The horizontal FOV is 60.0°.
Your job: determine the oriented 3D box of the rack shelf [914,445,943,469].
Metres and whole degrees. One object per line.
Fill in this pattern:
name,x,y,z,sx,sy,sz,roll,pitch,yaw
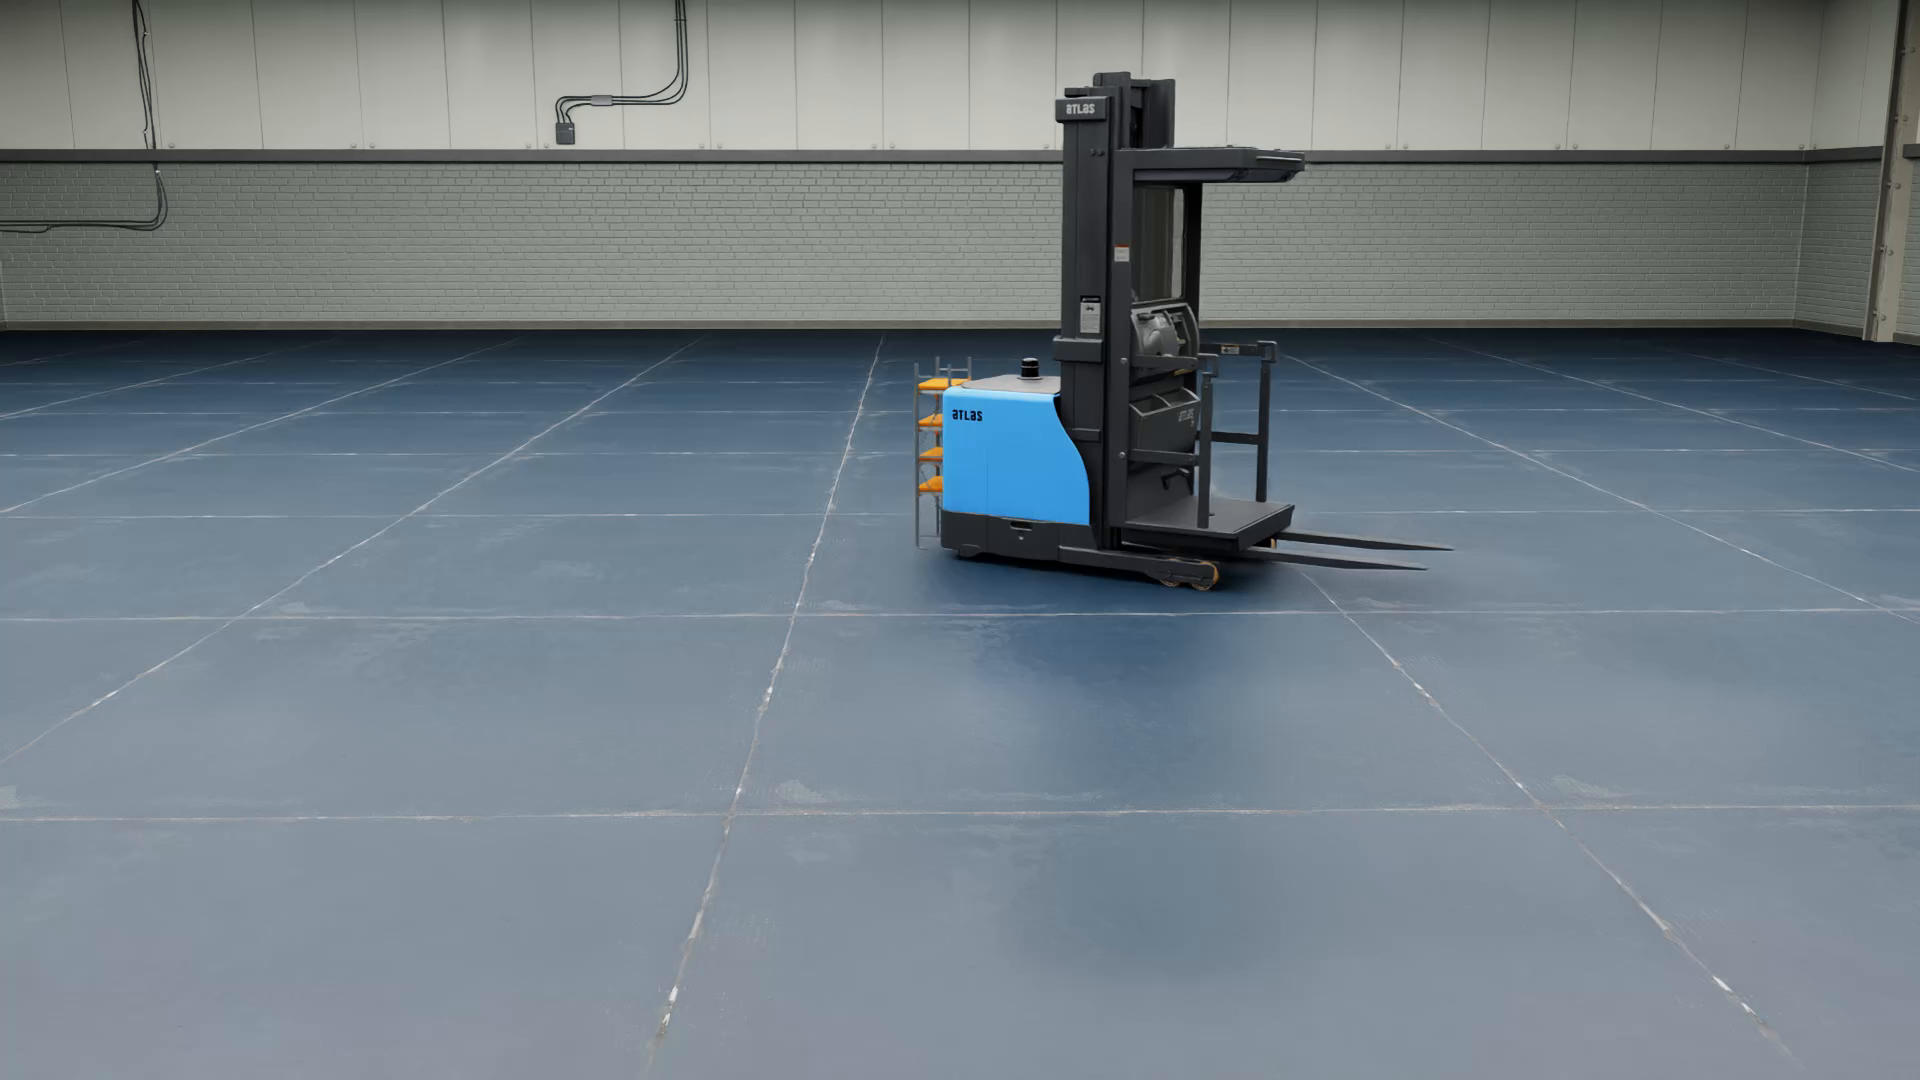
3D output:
rack shelf,-0.107,-0.509,10.890,0.258,0.148,0.480,3,12,15

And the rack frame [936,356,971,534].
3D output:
rack frame,-0.043,-0.622,11.107,0.240,1.200,0.015,3,12,15

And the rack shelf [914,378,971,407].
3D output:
rack shelf,-0.107,-0.960,10.798,0.258,0.148,0.480,3,12,15

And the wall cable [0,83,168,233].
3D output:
wall cable,-15.323,-6.584,28.690,3.097,2.526,0.112,0,11,-1

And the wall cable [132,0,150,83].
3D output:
wall cable,-12.619,-9.070,28.243,3.097,2.526,0.112,0,11,-1

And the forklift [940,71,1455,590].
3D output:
forklift,1.414,-1.265,9.924,3.031,2.935,1.130,6,13,29

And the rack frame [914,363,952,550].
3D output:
rack frame,-0.171,-0.528,10.646,0.240,1.200,0.015,3,12,15

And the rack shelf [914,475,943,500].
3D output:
rack shelf,-0.107,-0.315,10.929,0.258,0.148,0.480,3,12,15

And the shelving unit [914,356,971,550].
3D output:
shelving unit,-0.107,-0.575,10.876,0.258,1.200,0.503,3,12,15

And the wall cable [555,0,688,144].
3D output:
wall cable,-5.832,-9.808,28.220,2.305,6.003,0.169,0,11,-1

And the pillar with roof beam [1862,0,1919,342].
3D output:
pillar with roof beam,10.605,-7.627,26.019,9.100,9.000,0.400,0,11,-1

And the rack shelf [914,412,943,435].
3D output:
rack shelf,-0.107,-0.728,10.845,0.258,0.148,0.480,3,12,15
